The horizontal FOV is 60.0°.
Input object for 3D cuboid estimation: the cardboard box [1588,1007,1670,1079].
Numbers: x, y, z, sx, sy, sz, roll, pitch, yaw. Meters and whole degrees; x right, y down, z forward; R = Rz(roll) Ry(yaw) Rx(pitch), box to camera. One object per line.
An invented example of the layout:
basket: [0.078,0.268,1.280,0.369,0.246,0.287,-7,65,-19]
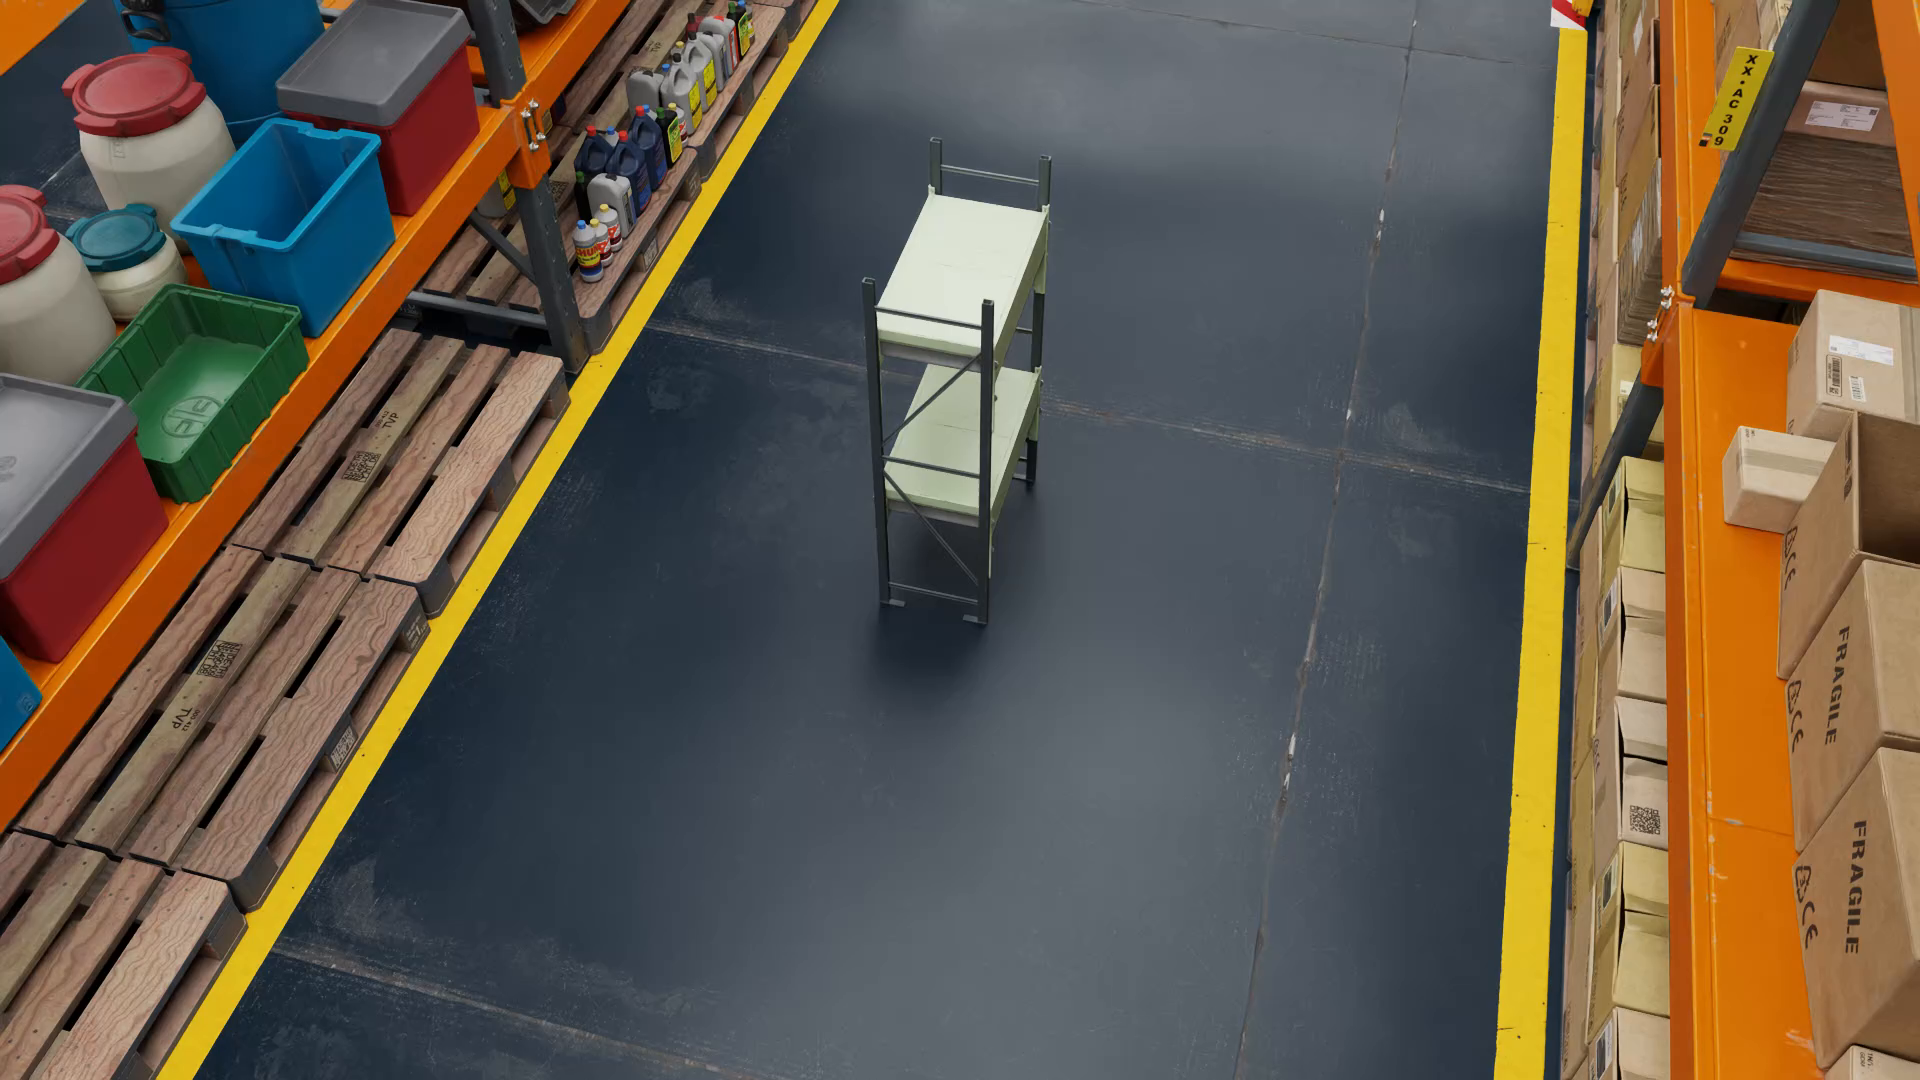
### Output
cardboard box: [1.852,1.481,4.122,0.500,0.311,0.500,11,50,10]

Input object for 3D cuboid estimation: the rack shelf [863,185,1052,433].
rack shelf: [0.002,-0.759,5.399,0.431,0.370,0.720,12,50,10]

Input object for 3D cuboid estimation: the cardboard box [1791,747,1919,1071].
cardboard box: [2.111,0.815,3.463,0.500,0.500,0.500,9,49,8]

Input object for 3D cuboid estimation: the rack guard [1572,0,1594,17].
rack guard: [3.797,-2.912,8.487,1.175,0.500,0.348,12,50,10]

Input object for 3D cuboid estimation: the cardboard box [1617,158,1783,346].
cardboard box: [2.792,-1.044,6.224,0.500,0.500,0.500,12,50,10]

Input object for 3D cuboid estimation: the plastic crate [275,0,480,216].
plastic crate: [-1.872,-1.419,5.459,0.402,0.464,0.583,12,50,10]

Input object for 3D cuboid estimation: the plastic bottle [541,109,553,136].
plastic bottle: [-1.907,-1.949,7.488,0.061,0.283,0.133,12,50,10]

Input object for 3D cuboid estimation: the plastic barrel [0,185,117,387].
plastic barrel: [-2.696,-0.674,4.754,0.433,0.535,0.433,0,49,0]

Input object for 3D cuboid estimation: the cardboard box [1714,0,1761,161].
cardboard box: [2.981,-1.566,5.565,0.700,0.500,0.500,11,50,10]

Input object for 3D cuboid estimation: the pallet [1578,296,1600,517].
pallet: [2.988,-0.473,6.526,1.003,0.211,1.213,12,50,10]

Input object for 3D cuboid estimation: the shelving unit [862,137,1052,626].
shelving unit: [0.002,-0.501,5.692,0.431,1.500,0.755,12,50,10]

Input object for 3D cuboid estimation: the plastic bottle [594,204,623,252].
plastic bottle: [-1.479,-1.319,6.987,0.097,0.201,0.097,0,49,0]

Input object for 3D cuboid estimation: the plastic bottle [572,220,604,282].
plastic bottle: [-1.533,-1.195,6.831,0.097,0.271,0.097,0,49,0]

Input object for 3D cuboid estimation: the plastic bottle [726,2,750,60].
plastic bottle: [-1.061,-2.446,7.926,0.061,0.283,0.133,13,50,11]

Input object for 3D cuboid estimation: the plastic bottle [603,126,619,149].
plastic bottle: [-1.505,-1.682,7.260,0.097,0.271,0.097,0,49,0]

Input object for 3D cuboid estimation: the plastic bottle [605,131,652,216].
plastic bottle: [-1.427,-1.580,7.117,0.144,0.351,0.185,13,50,11]

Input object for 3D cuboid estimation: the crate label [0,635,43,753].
crate label: [-2.570,0.408,3.866,0.502,0.435,0.616,12,50,10]

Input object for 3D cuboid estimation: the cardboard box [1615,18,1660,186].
cardboard box: [3.038,-1.770,6.866,0.500,0.500,0.500,12,50,10]

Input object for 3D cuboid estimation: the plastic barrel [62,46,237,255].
plastic barrel: [-2.503,-1.205,5.222,0.433,0.535,0.433,0,49,0]

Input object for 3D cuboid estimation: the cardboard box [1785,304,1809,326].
cardboard box: [3.162,-0.579,5.814,0.500,0.500,0.500,12,50,10]

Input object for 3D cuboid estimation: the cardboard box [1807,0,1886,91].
cardboard box: [2.849,-1.613,4.741,0.700,0.500,0.500,12,50,10]

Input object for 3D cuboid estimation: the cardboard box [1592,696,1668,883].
cardboard box: [2.117,0.742,4.774,0.500,0.311,0.500,10,49,9]

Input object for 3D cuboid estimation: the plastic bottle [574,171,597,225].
plastic bottle: [-1.577,-1.459,7.055,0.061,0.283,0.133,12,50,10]

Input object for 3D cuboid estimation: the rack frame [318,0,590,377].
rack frame: [-2.040,-1.809,5.846,1.000,3.000,0.127,12,50,10]

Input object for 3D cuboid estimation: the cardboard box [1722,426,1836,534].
cardboard box: [2.308,-0.145,4.545,0.380,0.149,0.250,12,50,10]

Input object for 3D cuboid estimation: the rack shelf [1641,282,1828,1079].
rack shelf: [2.212,0.856,3.973,1.077,0.370,4.000,12,50,10]

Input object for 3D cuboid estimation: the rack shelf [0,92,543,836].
rack shelf: [-2.566,-0.124,4.839,1.077,0.370,4.000,12,50,10]

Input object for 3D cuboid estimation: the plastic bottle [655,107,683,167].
plastic bottle: [-1.294,-1.805,7.361,0.061,0.283,0.133,14,50,12]

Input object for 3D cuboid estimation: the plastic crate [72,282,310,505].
plastic crate: [-2.226,-0.423,4.764,0.450,0.188,0.662,12,50,10]

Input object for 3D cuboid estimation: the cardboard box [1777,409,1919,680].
cardboard box: [2.381,0.072,4.119,0.500,0.500,0.500,15,50,13]

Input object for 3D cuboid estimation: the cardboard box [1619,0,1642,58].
cardboard box: [3.305,-2.493,7.503,0.500,0.500,0.500,12,50,10]

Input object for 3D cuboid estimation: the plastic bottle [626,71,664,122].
plastic bottle: [-1.415,-2.010,7.546,0.152,0.276,0.135,12,50,10]

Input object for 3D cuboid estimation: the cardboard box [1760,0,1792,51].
cardboard box: [2.670,-1.494,5.068,0.380,0.149,0.250,11,49,9]

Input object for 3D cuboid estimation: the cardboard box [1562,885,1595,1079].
cardboard box: [1.989,1.298,4.658,0.500,0.250,0.500,12,50,11]

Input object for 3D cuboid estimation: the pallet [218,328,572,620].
pallet: [-2.209,-0.310,6.383,1.003,0.211,1.213,12,50,10]

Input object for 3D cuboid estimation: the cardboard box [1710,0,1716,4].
cardboard box: [3.251,-2.299,6.212,0.700,0.500,0.500,13,50,11]

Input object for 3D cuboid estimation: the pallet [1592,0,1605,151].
pallet: [3.630,-2.238,8.084,1.003,0.211,1.213,12,50,10]

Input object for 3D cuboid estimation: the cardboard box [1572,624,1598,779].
cardboard box: [2.257,0.555,5.314,0.500,0.250,0.500,13,50,11]

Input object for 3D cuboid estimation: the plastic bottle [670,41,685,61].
plastic bottle: [-1.302,-2.240,7.800,0.097,0.201,0.097,0,49,0]

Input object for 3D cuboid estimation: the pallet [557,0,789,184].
pallet: [-1.504,-2.249,8.094,1.003,0.211,1.213,12,50,10]

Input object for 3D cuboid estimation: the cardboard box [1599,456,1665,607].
cardboard box: [2.389,0.007,5.423,0.500,0.311,0.500,12,50,10]

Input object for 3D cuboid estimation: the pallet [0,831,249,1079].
pallet: [-2.851,1.455,4.825,1.003,0.211,1.213,12,50,10]

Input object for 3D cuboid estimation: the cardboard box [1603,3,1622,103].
cardboard box: [3.307,-2.244,7.784,0.500,0.250,0.500,12,50,10]

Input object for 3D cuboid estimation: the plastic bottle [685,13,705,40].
plastic bottle: [-1.243,-2.377,7.866,0.061,0.283,0.133,12,50,10]

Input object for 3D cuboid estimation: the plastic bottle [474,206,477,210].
plastic bottle: [-2.148,-1.600,7.135,0.144,0.351,0.185,10,49,9]

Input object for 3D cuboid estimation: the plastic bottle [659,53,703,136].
plastic bottle: [-1.265,-2.024,7.509,0.144,0.351,0.185,11,50,10]

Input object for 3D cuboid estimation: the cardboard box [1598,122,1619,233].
cardboard box: [3.039,-1.522,7.147,0.500,0.250,0.500,12,50,10]

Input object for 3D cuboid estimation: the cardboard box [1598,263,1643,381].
cardboard box: [2.790,-0.796,6.506,0.500,0.250,0.500,12,50,10]

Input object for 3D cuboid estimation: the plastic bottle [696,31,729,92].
plastic bottle: [-1.177,-2.254,7.762,0.152,0.276,0.135,10,49,9]

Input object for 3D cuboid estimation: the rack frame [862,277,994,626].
rack frame: [-0.095,-0.236,5.458,0.400,1.500,0.023,12,50,10]

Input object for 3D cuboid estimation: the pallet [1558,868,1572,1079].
pallet: [2.263,1.520,4.768,1.003,0.211,1.213,12,50,10]
